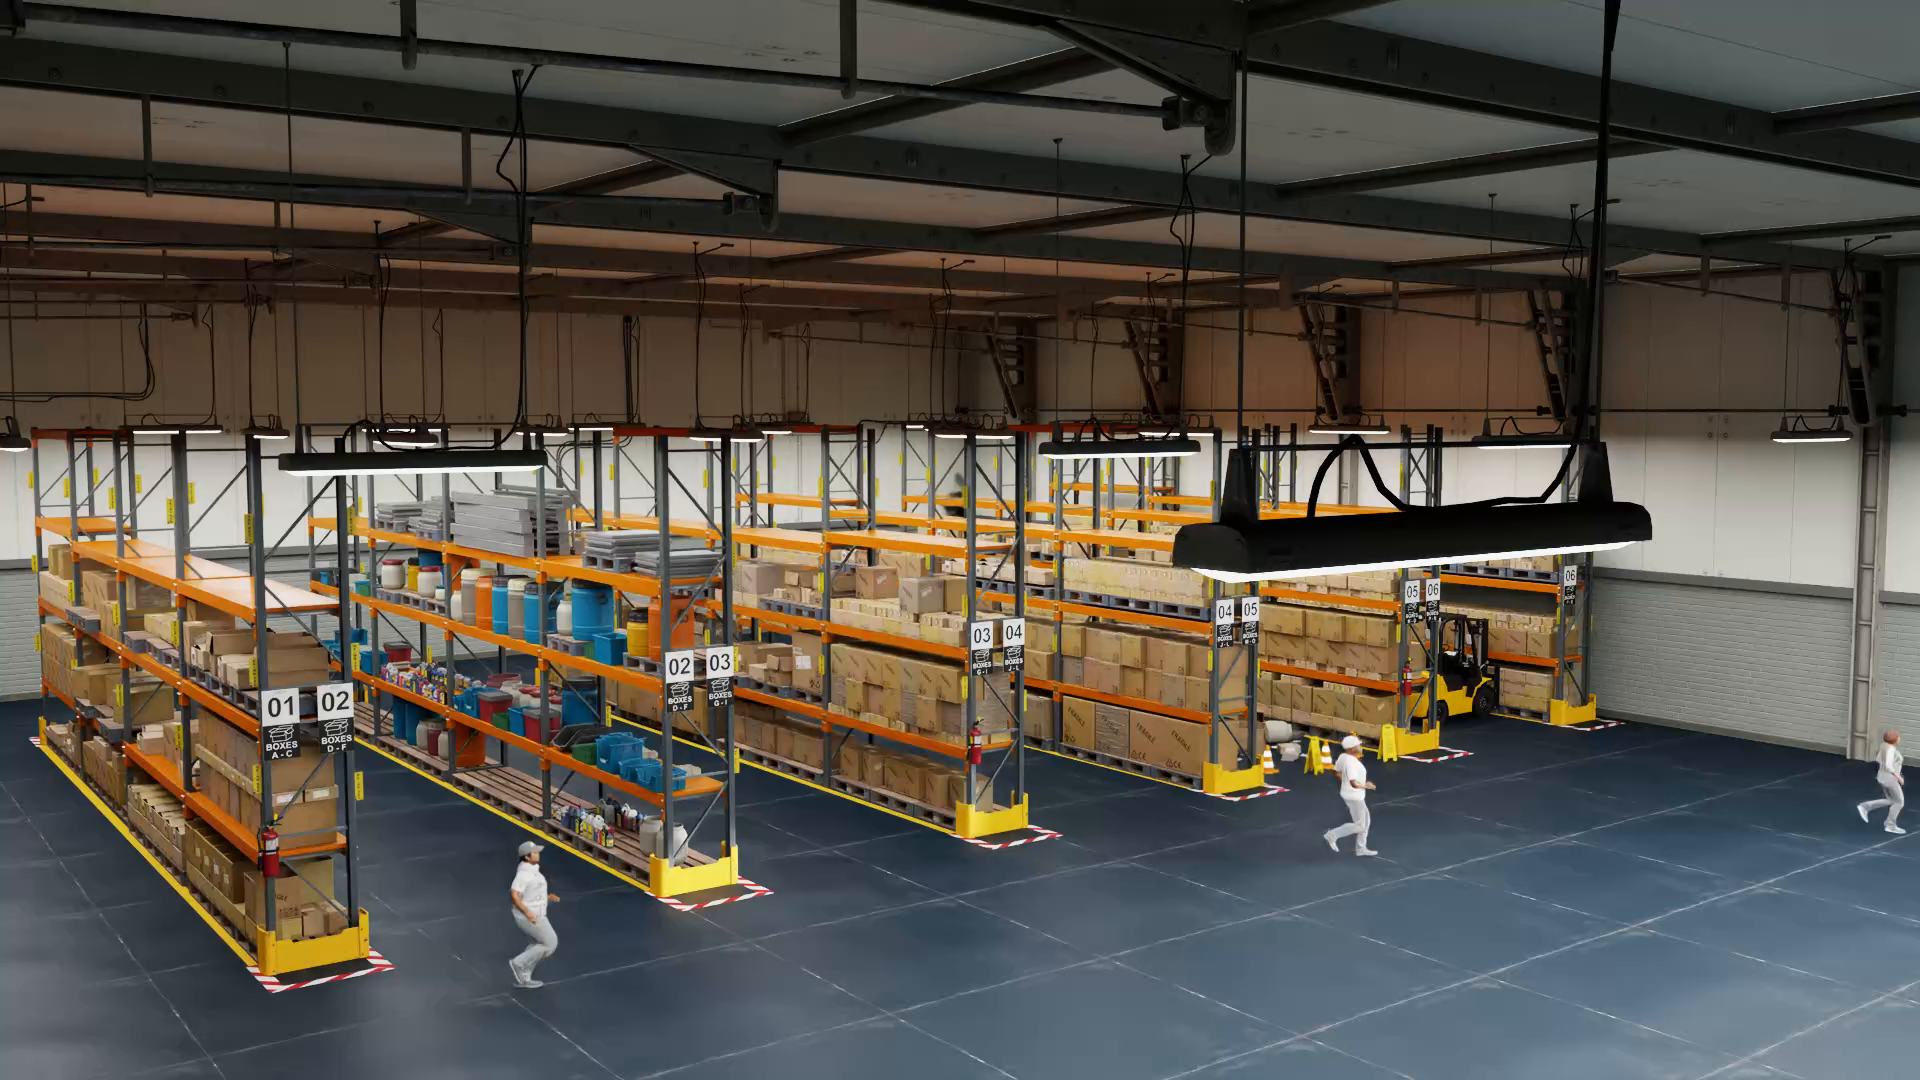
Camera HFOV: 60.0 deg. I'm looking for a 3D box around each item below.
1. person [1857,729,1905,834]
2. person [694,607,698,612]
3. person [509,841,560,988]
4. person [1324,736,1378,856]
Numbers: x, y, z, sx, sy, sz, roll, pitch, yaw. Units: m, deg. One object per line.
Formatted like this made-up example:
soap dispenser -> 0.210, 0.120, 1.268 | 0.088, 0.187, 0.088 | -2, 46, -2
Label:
person -> 13.836, 3.606, 24.908 | 0.641, 1.564, 0.562 | 1, 5, 11
person -> -6.655, 2.413, 39.956 | 0.802, 1.651, 0.580 | 0, 4, -3
person -> -4.654, 4.094, 18.178 | 0.549, 1.624, 0.609 | -1, 5, -15
person -> 5.525, 3.623, 23.500 | 0.795, 1.733, 0.712 | 0, 4, 0
